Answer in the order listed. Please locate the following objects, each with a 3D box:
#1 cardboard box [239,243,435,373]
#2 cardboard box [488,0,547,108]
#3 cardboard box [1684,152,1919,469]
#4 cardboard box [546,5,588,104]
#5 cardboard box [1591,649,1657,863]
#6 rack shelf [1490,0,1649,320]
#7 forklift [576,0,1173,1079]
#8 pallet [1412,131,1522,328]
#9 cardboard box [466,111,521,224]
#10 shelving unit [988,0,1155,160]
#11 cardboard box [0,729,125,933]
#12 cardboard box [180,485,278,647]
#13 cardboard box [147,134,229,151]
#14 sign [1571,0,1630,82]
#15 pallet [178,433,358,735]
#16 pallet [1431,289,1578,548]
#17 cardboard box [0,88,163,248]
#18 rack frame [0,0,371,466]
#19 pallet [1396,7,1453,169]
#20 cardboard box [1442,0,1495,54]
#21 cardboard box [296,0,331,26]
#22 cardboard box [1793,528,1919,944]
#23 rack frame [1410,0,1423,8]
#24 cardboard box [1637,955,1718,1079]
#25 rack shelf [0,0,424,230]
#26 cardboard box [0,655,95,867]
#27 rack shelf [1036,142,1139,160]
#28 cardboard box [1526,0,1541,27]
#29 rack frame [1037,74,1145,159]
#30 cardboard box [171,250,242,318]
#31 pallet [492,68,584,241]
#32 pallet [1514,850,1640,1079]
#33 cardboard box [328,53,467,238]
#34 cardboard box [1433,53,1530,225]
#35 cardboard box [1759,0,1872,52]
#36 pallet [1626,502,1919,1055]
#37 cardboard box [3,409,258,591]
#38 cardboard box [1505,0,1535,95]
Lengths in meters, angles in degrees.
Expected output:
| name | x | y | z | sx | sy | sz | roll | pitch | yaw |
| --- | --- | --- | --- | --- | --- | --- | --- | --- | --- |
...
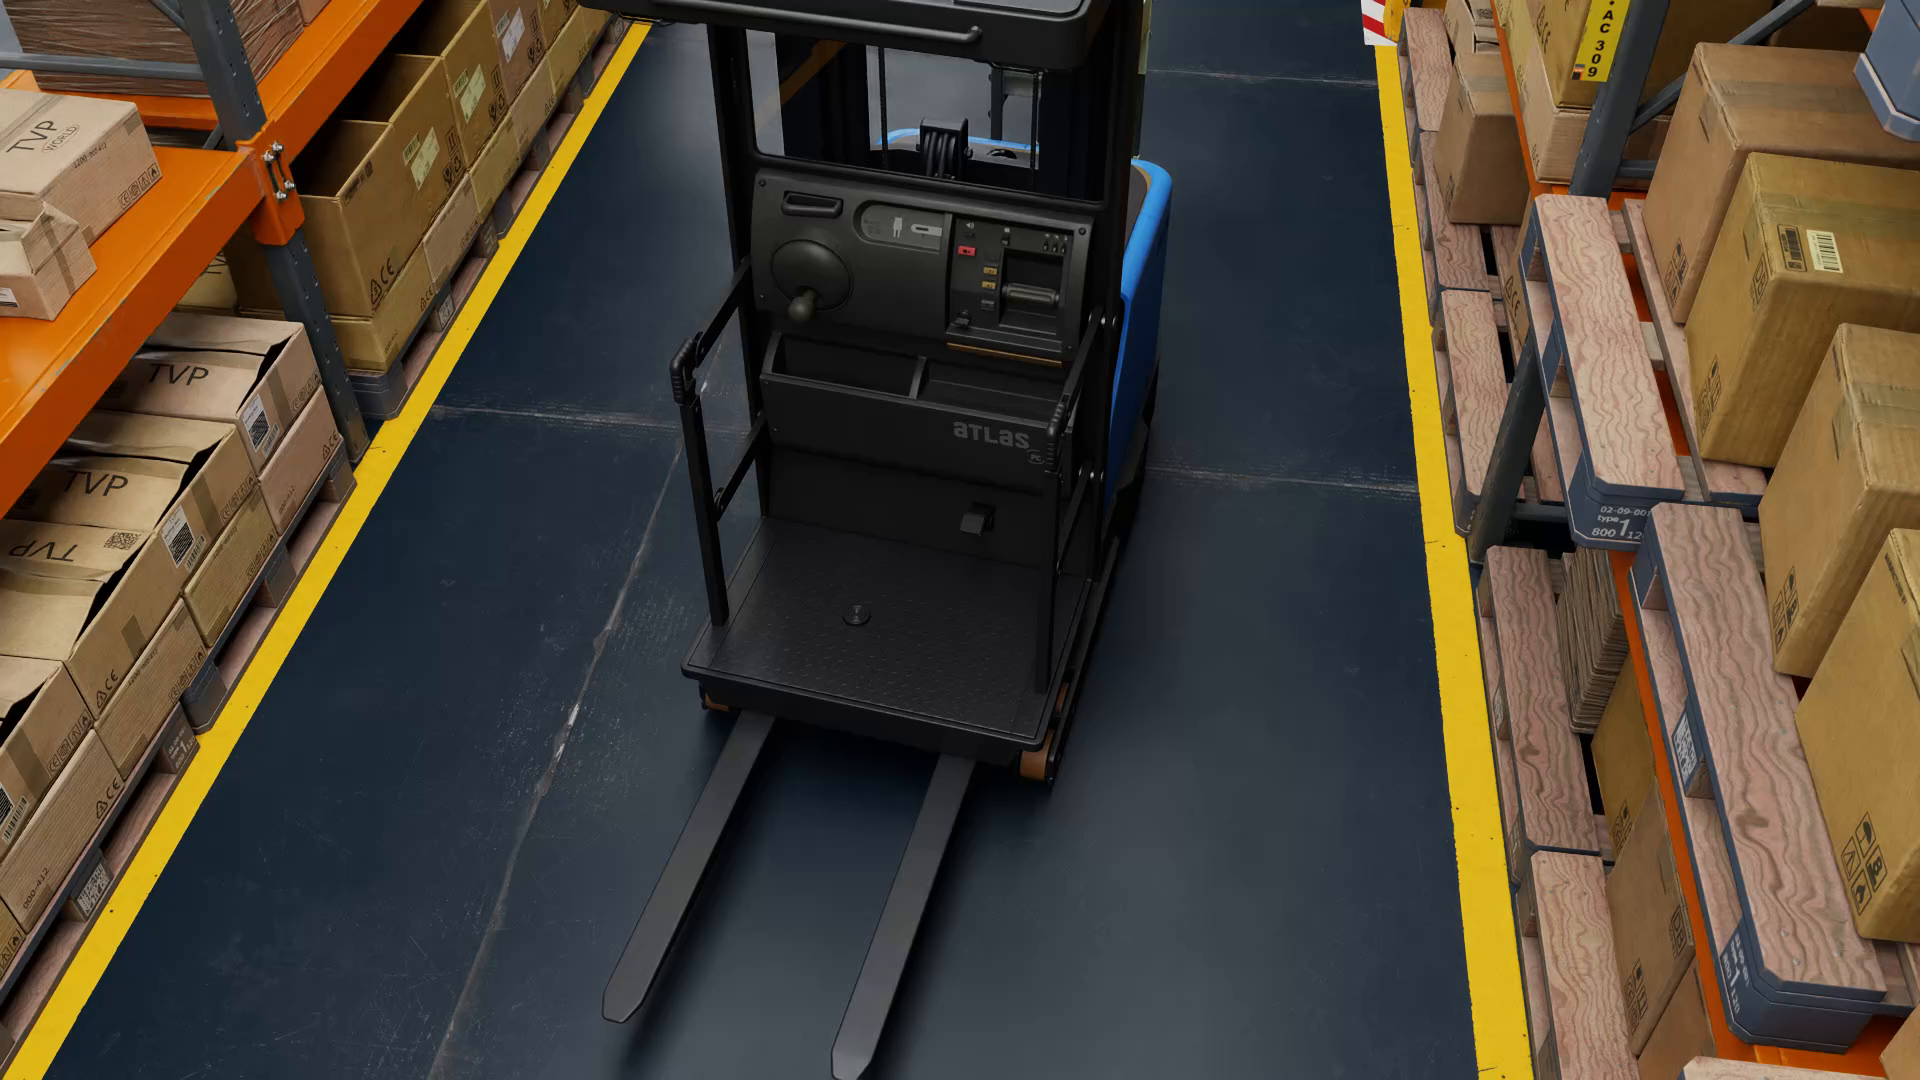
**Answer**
| name | x | y | z | sx | sy | sz | roll | pitch | yaw |
| --- | --- | --- | --- | --- | --- | --- | --- | --- | --- |
| cardboard box | -2.311 | -0.890 | 6.203 | 0.500 | 0.250 | 0.500 | 5 | 44 | 6 |
| cardboard box | -2.105 | -2.184 | 7.024 | 0.500 | 0.500 | 0.500 | 5 | 44 | 6 |
| cardboard box | 2.056 | -0.472 | 3.674 | 0.700 | 0.500 | 0.500 | 9 | 44 | 10 |
| cardboard box | -2.040 | -2.252 | 7.642 | 0.500 | 0.250 | 0.500 | 5 | 44 | 6 |
| cardboard box | 2.139 | 0.608 | 4.424 | 0.700 | 0.500 | 0.500 | 4 | 44 | 5 |
| rack shelf | 2.502 | -2.101 | 6.311 | 1.077 | 0.370 | 4.000 | 5 | 44 | 6 |
| forklift | -0.169 | -0.648 | 4.302 | 1.130 | 2.935 | 3.031 | 11 | 45 | 11 |
| pallet | 2.451 | -1.282 | 6.950 | 1.003 | 0.211 | 1.213 | 5 | 44 | 6 |
| cardboard box | -2.168 | -1.570 | 6.921 | 0.500 | 0.250 | 0.500 | 5 | 44 | 6 |
| shelving unit | 0.400 | -1.392 | 6.129 | 0.431 | 1.500 | 0.755 | 11 | 45 | 11 |
| cardboard box | -2.645 | 0.748 | 4.473 | 0.500 | 0.250 | 0.500 | 6 | 44 | 6 |
| cardboard box | -2.509 | 0.052 | 5.208 | 0.500 | 0.250 | 0.500 | 5 | 44 | 5 |
| cardboard box | -2.750 | -1.549 | 6.354 | 0.500 | 0.500 | 0.500 | 5 | 44 | 6 |
| sign | 1.699 | -1.358 | 4.373 | 0.100 | 0.325 | 0.005 | 5 | 44 | 6 |
| pallet | -2.731 | 0.071 | 5.522 | 1.003 | 0.211 | 1.213 | 5 | 44 | 6 |
| pallet | 2.292 | -0.448 | 6.070 | 1.003 | 0.211 | 1.213 | 5 | 44 | 6 |
| cardboard box | -2.694 | -1.053 | 4.790 | 0.500 | 0.250 | 0.500 | 8 | 44 | 8 |
| rack frame | -2.673 | -1.447 | 5.097 | 1.000 | 3.000 | 0.127 | 5 | 44 | 6 |
| pallet | 2.614 | -2.111 | 7.826 | 1.003 | 0.211 | 1.213 | 5 | 44 | 6 |
| cardboard box | 2.586 | -2.446 | 7.787 | 0.500 | 0.311 | 0.500 | 1 | 43 | 1 |
| cardboard box | -2.557 | -2.147 | 5.763 | 0.700 | 0.500 | 0.500 | 5 | 44 | 5 |
| cardboard box | 1.904 | 0.358 | 2.798 | 0.700 | 0.500 | 0.500 | 5 | 44 | 6 |
| rack frame | 2.767 | -3.726 | 7.503 | 1.000 | 3.000 | 0.127 | 5 | 44 | 6 |
| cardboard box | 1.974 | 1.297 | 3.696 | 0.700 | 0.500 | 0.500 | 5 | 44 | 5 |
| rack shelf | -2.408 | -2.549 | 6.784 | 1.077 | 0.370 | 4.000 | 5 | 44 | 6 |
| cardboard box | -2.643 | 0.534 | 4.291 | 0.500 | 0.311 | 0.500 | 5 | 44 | 5 |
| rack shelf | 0.400 | -1.155 | 6.353 | 0.431 | 0.370 | 0.720 | 11 | 45 | 11 |
| cardboard box | 2.054 | -1.916 | 5.141 | 0.500 | 0.500 | 0.500 | 5 | 44 | 5 |
| rack frame | 0.499 | -1.634 | 6.385 | 0.400 | 1.500 | 0.023 | 11 | 45 | 11 |
| cardboard box | -2.828 | -0.937 | 6.253 | 0.500 | 0.250 | 0.500 | 5 | 44 | 6 |
| pallet | -2.367 | -1.807 | 7.505 | 1.003 | 0.211 | 1.213 | 5 | 44 | 6 |
| pallet | 1.978 | 1.377 | 4.142 | 1.003 | 0.211 | 1.213 | 5 | 44 | 6 |
| cardboard box | -2.243 | -1.503 | 6.304 | 0.500 | 0.500 | 0.500 | 5 | 44 | 6 |
| cardboard box | 2.364 | -1.630 | 6.788 | 0.700 | 0.500 | 0.500 | 3 | 44 | 3 |
| cardboard box | 2.507 | -1.526 | 4.729 | 0.500 | 0.500 | 0.500 | 4 | 44 | 5 |
| pallet | 1.930 | 0.443 | 3.240 | 1.003 | 0.211 | 1.213 | 5 | 44 | 6 |
| cardboard box | -2.505 | -0.148 | 5.011 | 0.500 | 0.311 | 0.500 | 6 | 44 | 7 |
| cardboard box | 2.074 | -1.642 | 5.397 | 0.500 | 0.250 | 0.500 | 5 | 44 | 6 |
